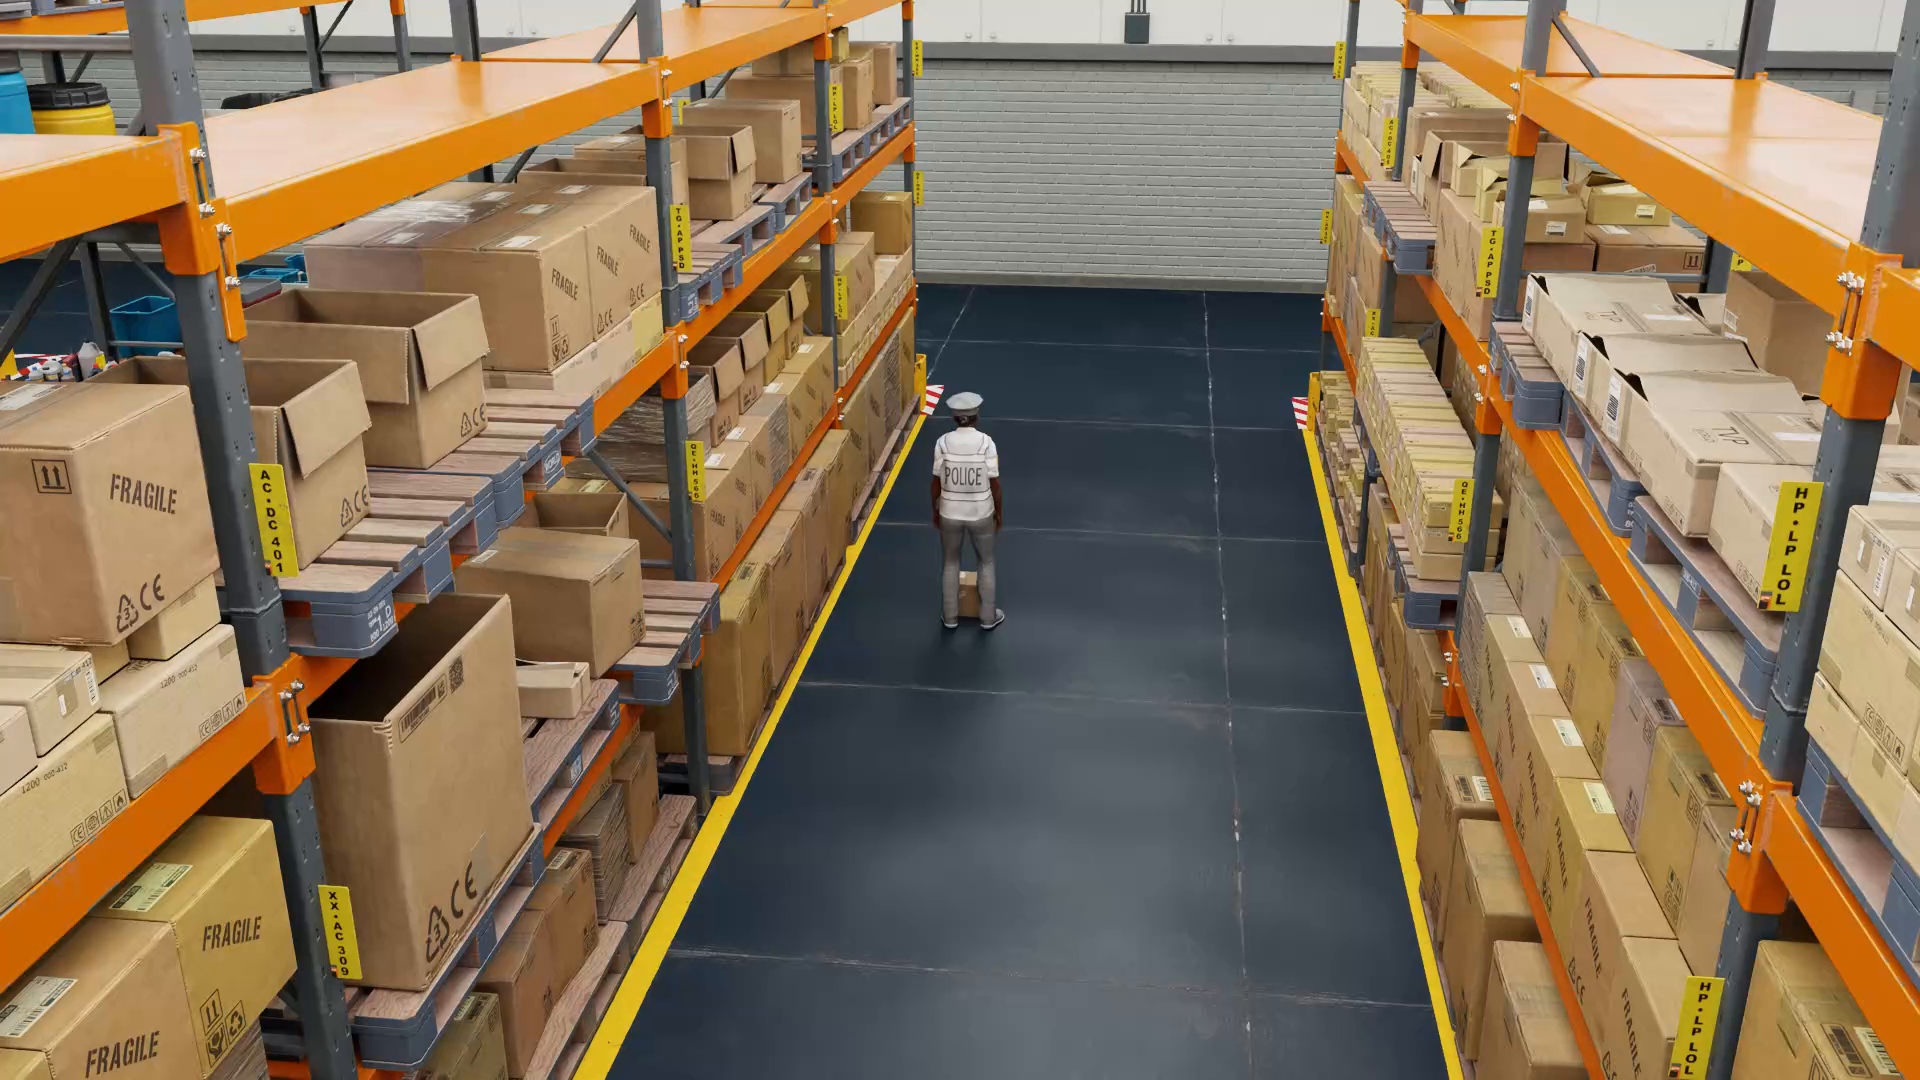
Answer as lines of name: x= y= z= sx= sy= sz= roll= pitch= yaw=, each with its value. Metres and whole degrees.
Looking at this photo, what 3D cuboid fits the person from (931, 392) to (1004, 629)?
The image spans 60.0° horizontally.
person: x=0.053 y=-0.177 z=11.544 sx=0.506 sy=1.655 sz=0.392 roll=3 pitch=21 yaw=7
